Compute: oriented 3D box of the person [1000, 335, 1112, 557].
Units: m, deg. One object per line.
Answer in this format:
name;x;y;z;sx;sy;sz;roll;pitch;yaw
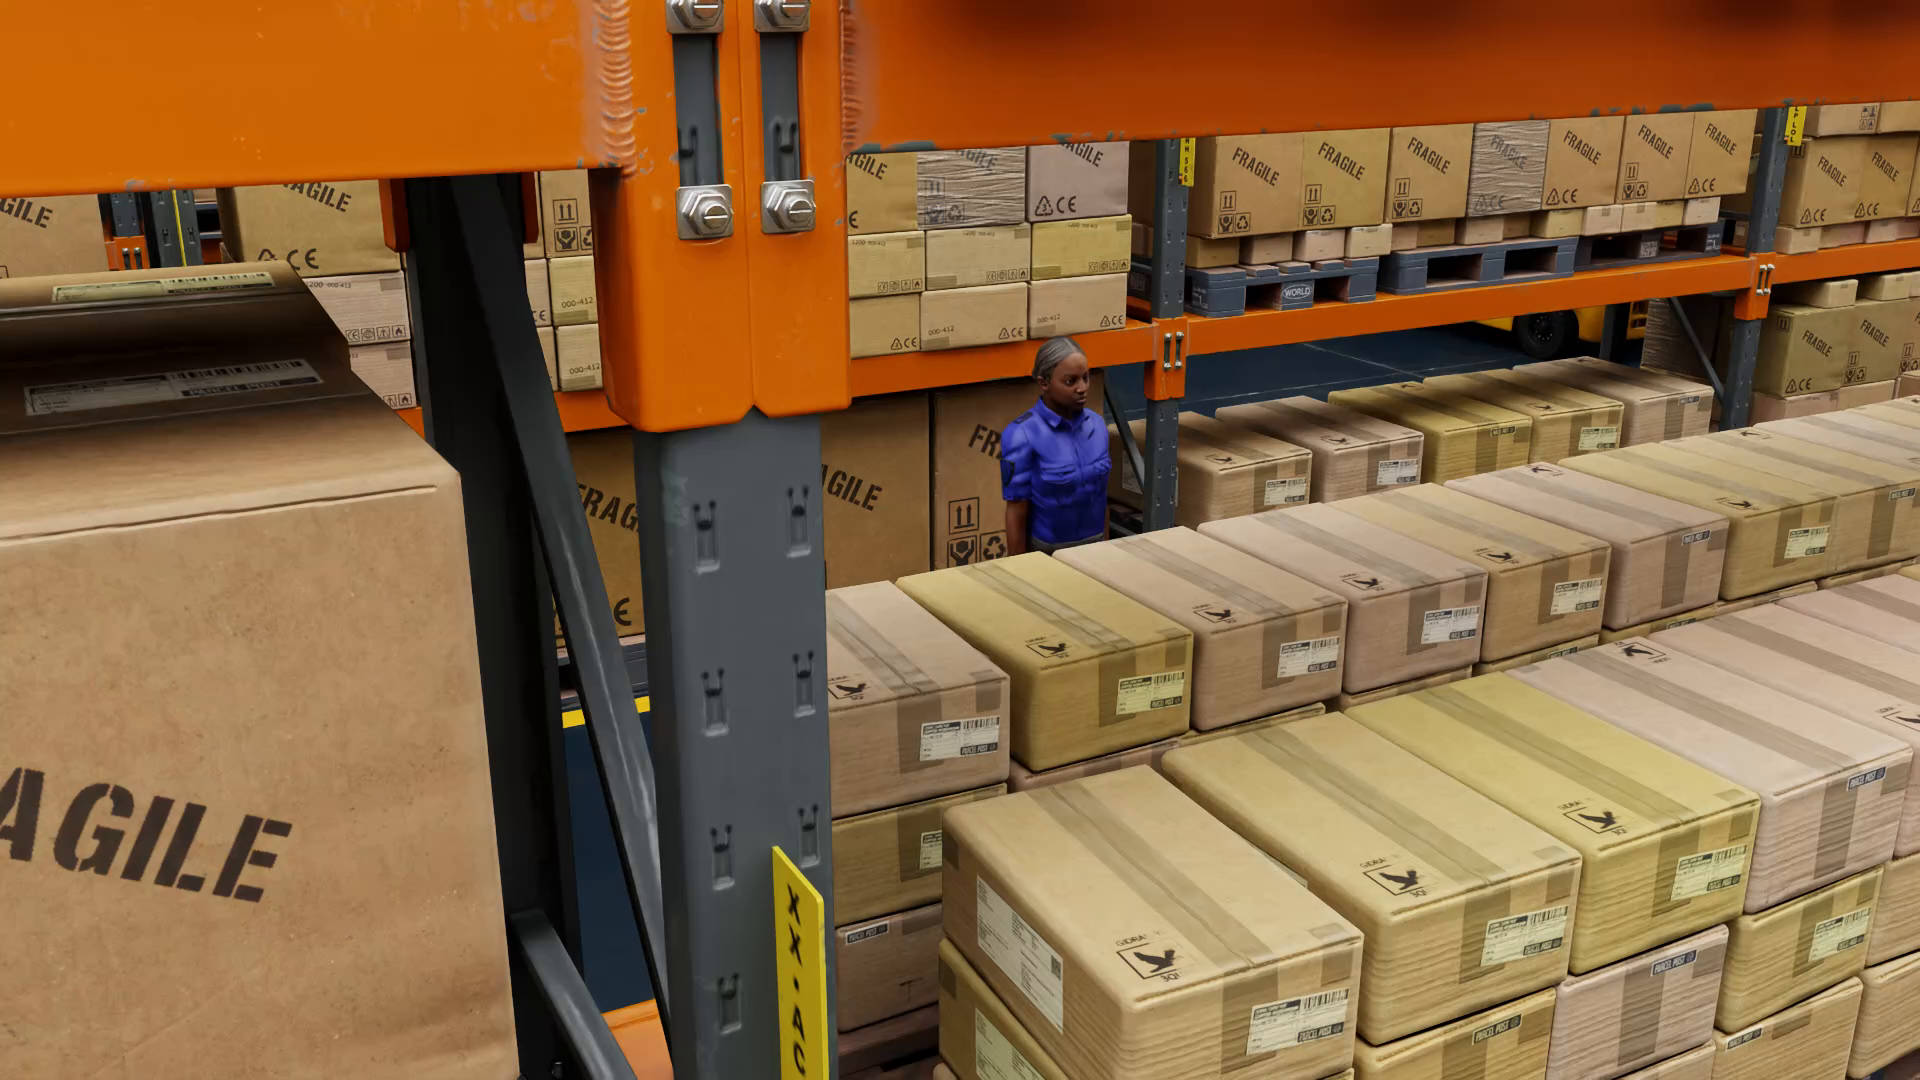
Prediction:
person;0.352;0.130;5.666;0.464;1.669;0.469;-12;22;-33
